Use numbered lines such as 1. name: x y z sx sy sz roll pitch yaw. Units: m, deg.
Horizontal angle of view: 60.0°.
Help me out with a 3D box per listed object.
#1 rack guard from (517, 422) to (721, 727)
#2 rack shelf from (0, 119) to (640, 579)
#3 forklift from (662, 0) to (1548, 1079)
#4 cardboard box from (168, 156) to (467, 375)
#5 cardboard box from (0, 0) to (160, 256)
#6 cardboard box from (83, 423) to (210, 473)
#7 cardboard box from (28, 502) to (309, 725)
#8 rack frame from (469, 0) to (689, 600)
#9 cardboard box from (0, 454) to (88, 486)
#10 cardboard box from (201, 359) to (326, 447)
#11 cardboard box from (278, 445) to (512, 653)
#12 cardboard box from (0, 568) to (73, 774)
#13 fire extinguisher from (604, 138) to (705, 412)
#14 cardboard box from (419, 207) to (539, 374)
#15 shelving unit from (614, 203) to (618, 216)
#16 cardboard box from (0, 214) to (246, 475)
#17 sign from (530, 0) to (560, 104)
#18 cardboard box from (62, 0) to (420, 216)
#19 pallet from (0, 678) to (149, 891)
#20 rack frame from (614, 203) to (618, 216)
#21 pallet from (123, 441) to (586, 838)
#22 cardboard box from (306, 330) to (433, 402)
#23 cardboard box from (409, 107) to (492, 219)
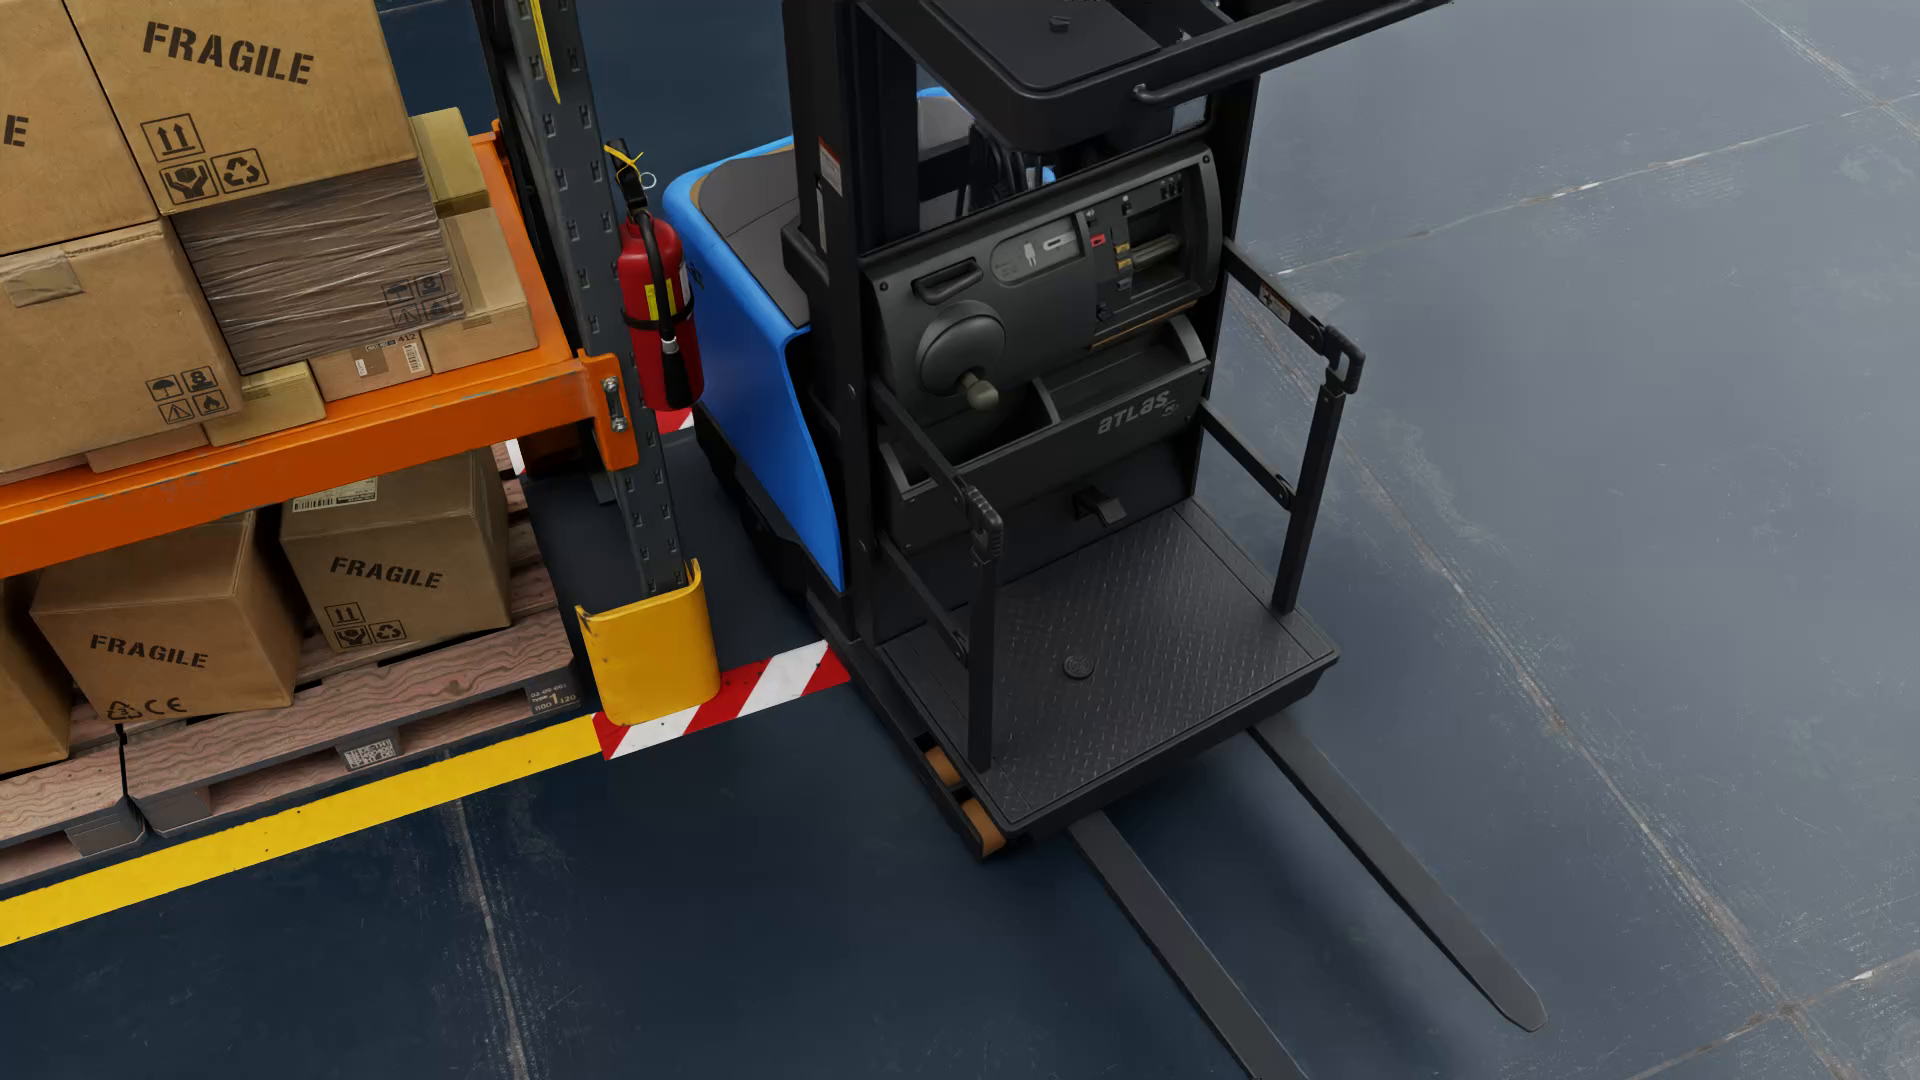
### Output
1. rack guard: -1.062 -0.070 4.980 0.348 0.500 1.175 -17 52 -14
2. rack shelf: -2.843 -0.098 3.831 4.000 0.370 1.077 -17 52 -14
3. forklift: 0.333 -0.510 3.756 1.130 2.935 3.031 -25 54 -20
4. cardboard box: -1.511 -0.897 3.781 0.500 0.500 0.875 -17 52 -14
5. cardboard box: -1.868 -0.883 3.110 0.500 0.500 0.500 -17 52 -14
6. cardboard box: -1.858 -0.357 3.745 0.250 0.149 0.380 -17 52 -14
7. cardboard box: -2.116 0.134 4.528 0.500 0.500 0.500 -5 50 -5
8. rack frame: -0.992 -0.906 4.051 0.127 3.000 1.000 -17 52 -14
9. cardboard box: -2.105 -0.315 3.709 0.250 0.149 0.380 -17 52 -14
10. cardboard box: -1.621 -0.418 3.798 0.250 0.149 0.380 -17 52 -14
11. cardboard box: -1.576 -0.061 4.696 0.500 0.500 0.500 -9 50 -7
12. cardboard box: -2.703 0.301 4.385 0.500 0.500 0.500 -13 51 -11
13. fire extinguisher: -0.711 -0.590 3.830 0.183 0.674 0.296 -17 52 -14
14. cardboard box: -1.177 -0.597 3.951 0.250 0.149 0.380 -17 52 -14
15. shelving unit: -1.690 -1.115 6.013 0.900 0.258 0.210 9 50 8
16. cardboard box: -1.929 -0.669 3.586 0.500 0.500 0.875 -17 52 -14
17. sign: -0.800 -0.991 3.152 0.005 0.325 0.100 -17 52 -14
18. cardboard box: -1.407 -1.030 3.236 0.500 0.500 0.500 -17 52 -14
19. pallet: -2.955 0.579 4.613 1.213 0.211 1.003 -17 52 -14
20. rack frame: -1.669 -1.190 6.078 0.900 0.240 0.006 9 50 8
21. pallet: -1.827 0.232 4.911 1.213 0.211 1.003 -17 52 -14
22. cardboard box: -1.409 -0.526 3.890 0.250 0.149 0.380 -17 52 -14
23. cardboard box: -1.346 -0.910 4.220 0.250 0.149 0.380 -17 52 -14
